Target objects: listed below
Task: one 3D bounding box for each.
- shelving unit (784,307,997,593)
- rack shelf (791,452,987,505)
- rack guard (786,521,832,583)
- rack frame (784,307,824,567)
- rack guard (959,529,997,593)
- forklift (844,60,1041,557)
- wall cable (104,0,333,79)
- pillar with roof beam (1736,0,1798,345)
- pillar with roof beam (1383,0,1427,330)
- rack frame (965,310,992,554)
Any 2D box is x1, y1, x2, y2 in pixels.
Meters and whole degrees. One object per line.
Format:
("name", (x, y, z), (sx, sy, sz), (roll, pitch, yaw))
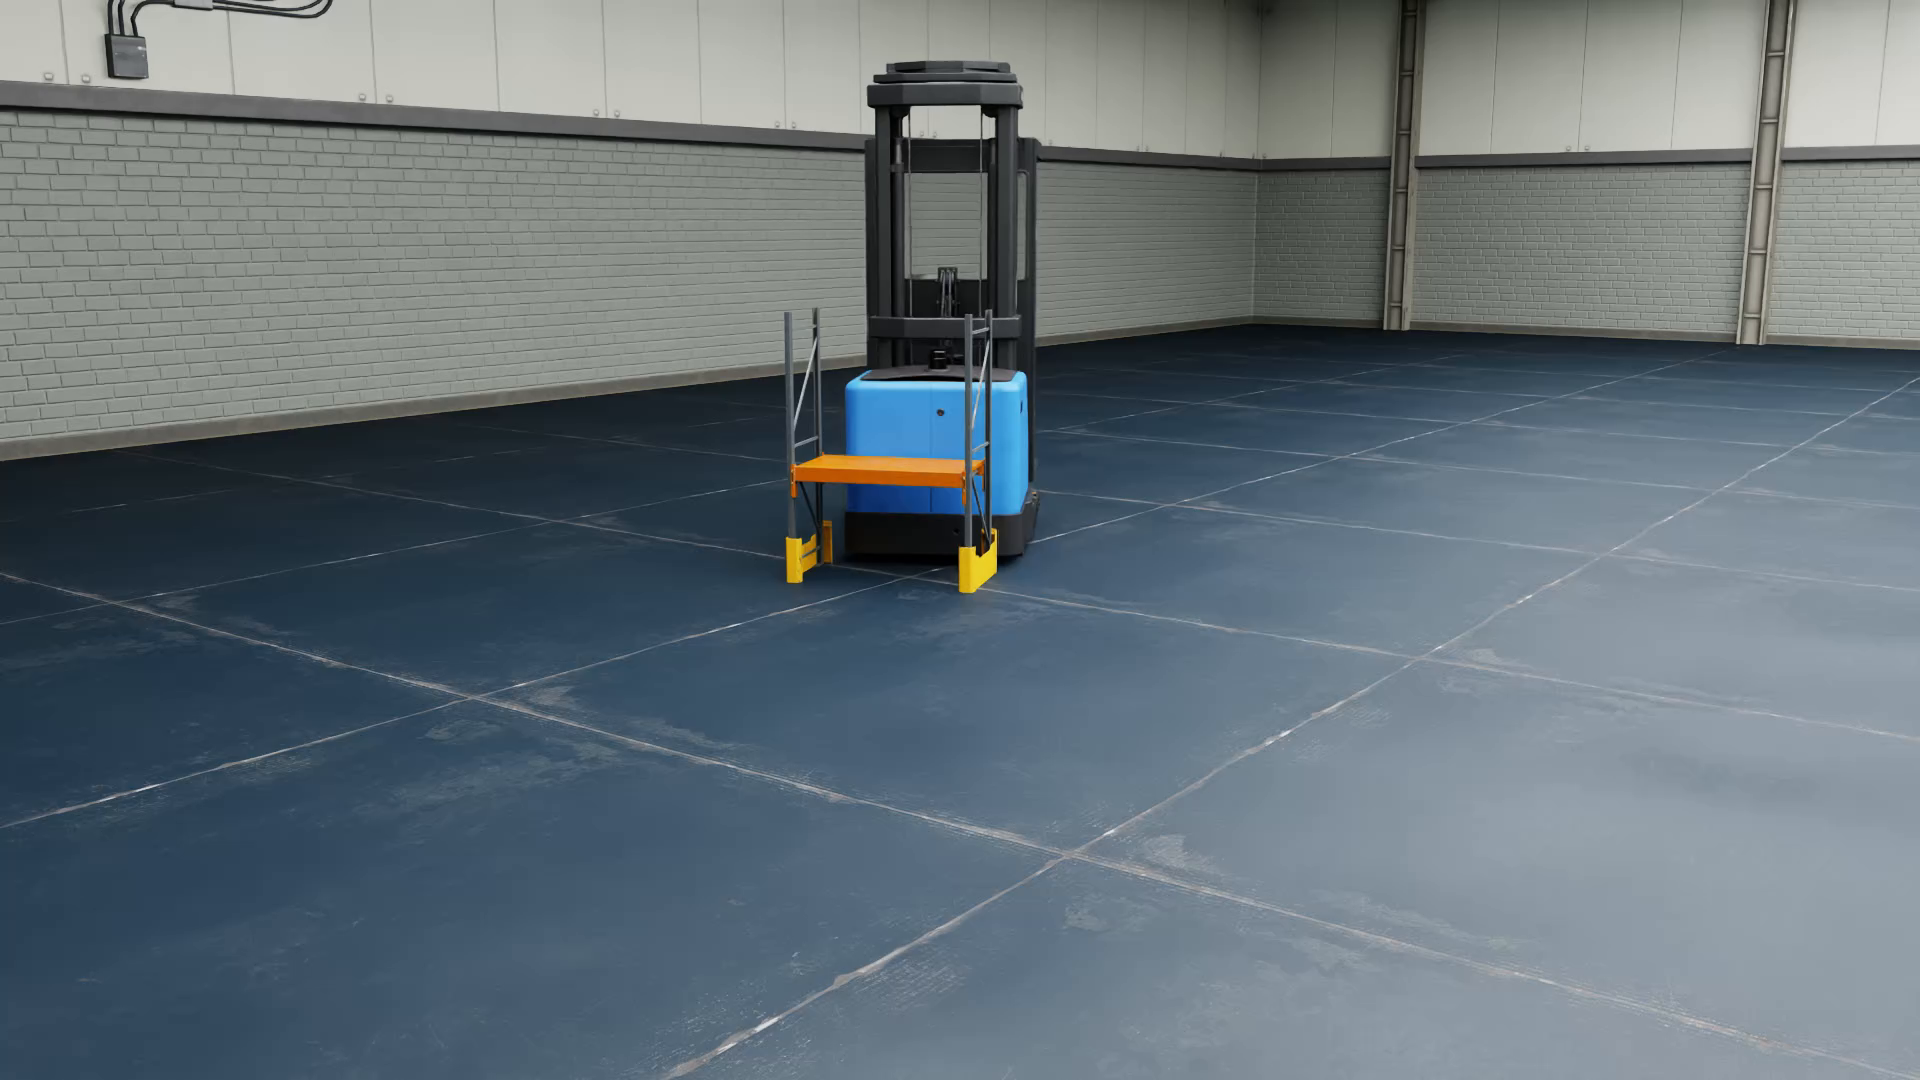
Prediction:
("shelving unit", (-0.380, -0.526, 9.302), (1.083, 1.500, 0.587), (3, 11, 14))
("rack shelf", (-0.389, -0.350, 9.339), (1.000, 0.185, 0.538), (3, 11, 14))
("rack guard", (-0.862, 0.063, 9.544), (0.087, 0.250, 0.587), (3, 11, 14))
("rack frame", (-0.881, -0.551, 9.431), (0.032, 1.500, 0.500), (3, 11, 14))
("rack guard", (0.102, 0.111, 9.298), (0.087, 0.250, 0.587), (3, 11, 14))
("forklift", (-0.036, -1.570, 10.931), (1.130, 2.935, 3.031), (1, 11, 5))
("wall cable", (-6.604, -7.110, 14.634), (0.169, 6.003, 2.305), (8, 13, 36))
("pillar with roof beam", (10.289, -6.943, 22.729), (0.400, 9.000, 9.100), (8, 13, 36))
("pillar with roof beam", (5.453, -7.618, 26.216), (0.400, 9.000, 9.100), (8, 13, 36))
("rack frame", (0.103, -0.503, 9.179), (0.032, 1.500, 0.500), (3, 11, 14))
